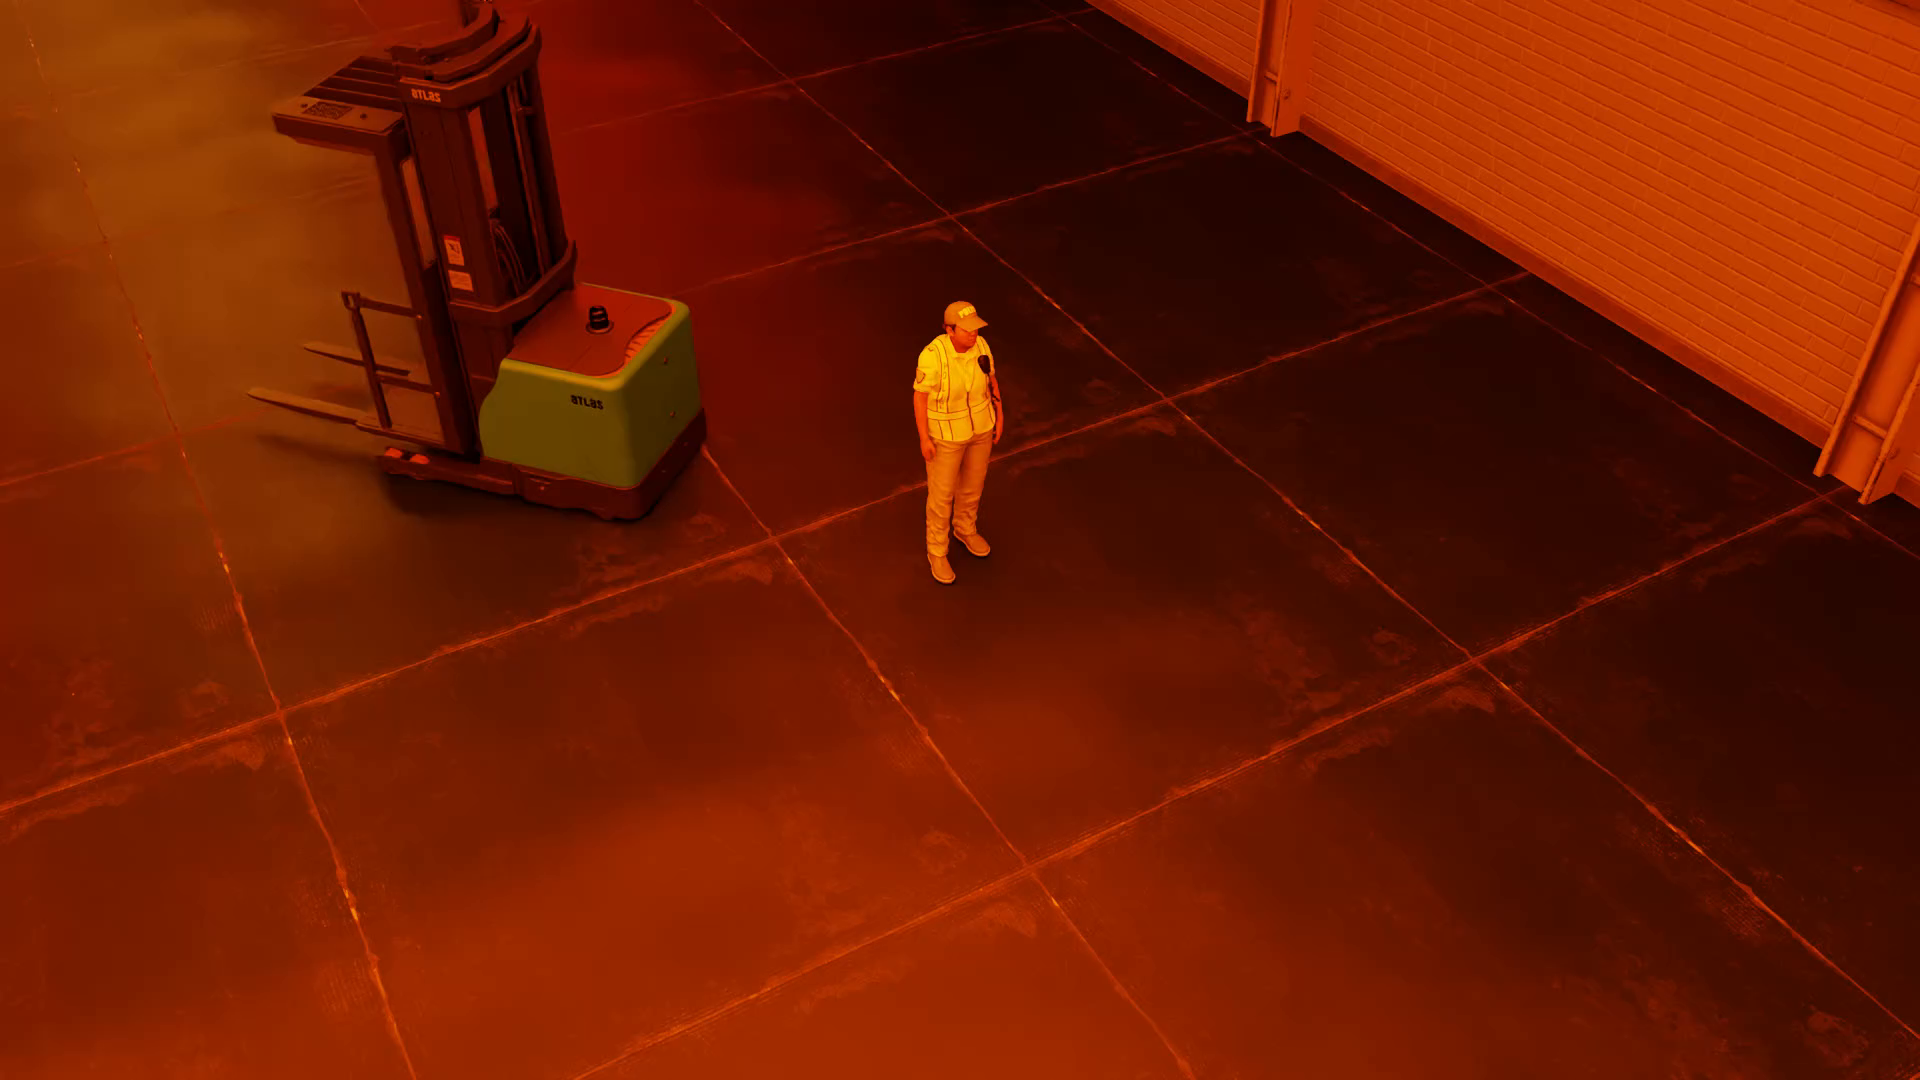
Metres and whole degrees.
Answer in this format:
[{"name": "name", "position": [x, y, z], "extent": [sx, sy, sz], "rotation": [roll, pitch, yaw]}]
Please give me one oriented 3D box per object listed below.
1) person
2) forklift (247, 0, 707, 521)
[{"name": "person", "position": [0.019, -0.598, 9.736], "extent": [0.599, 1.670, 0.529], "rotation": [-20, 44, -23]}, {"name": "forklift", "position": [-3.256, -1.820, 10.231], "extent": [3.031, 2.935, 1.130], "rotation": [13, 41, 15]}]
